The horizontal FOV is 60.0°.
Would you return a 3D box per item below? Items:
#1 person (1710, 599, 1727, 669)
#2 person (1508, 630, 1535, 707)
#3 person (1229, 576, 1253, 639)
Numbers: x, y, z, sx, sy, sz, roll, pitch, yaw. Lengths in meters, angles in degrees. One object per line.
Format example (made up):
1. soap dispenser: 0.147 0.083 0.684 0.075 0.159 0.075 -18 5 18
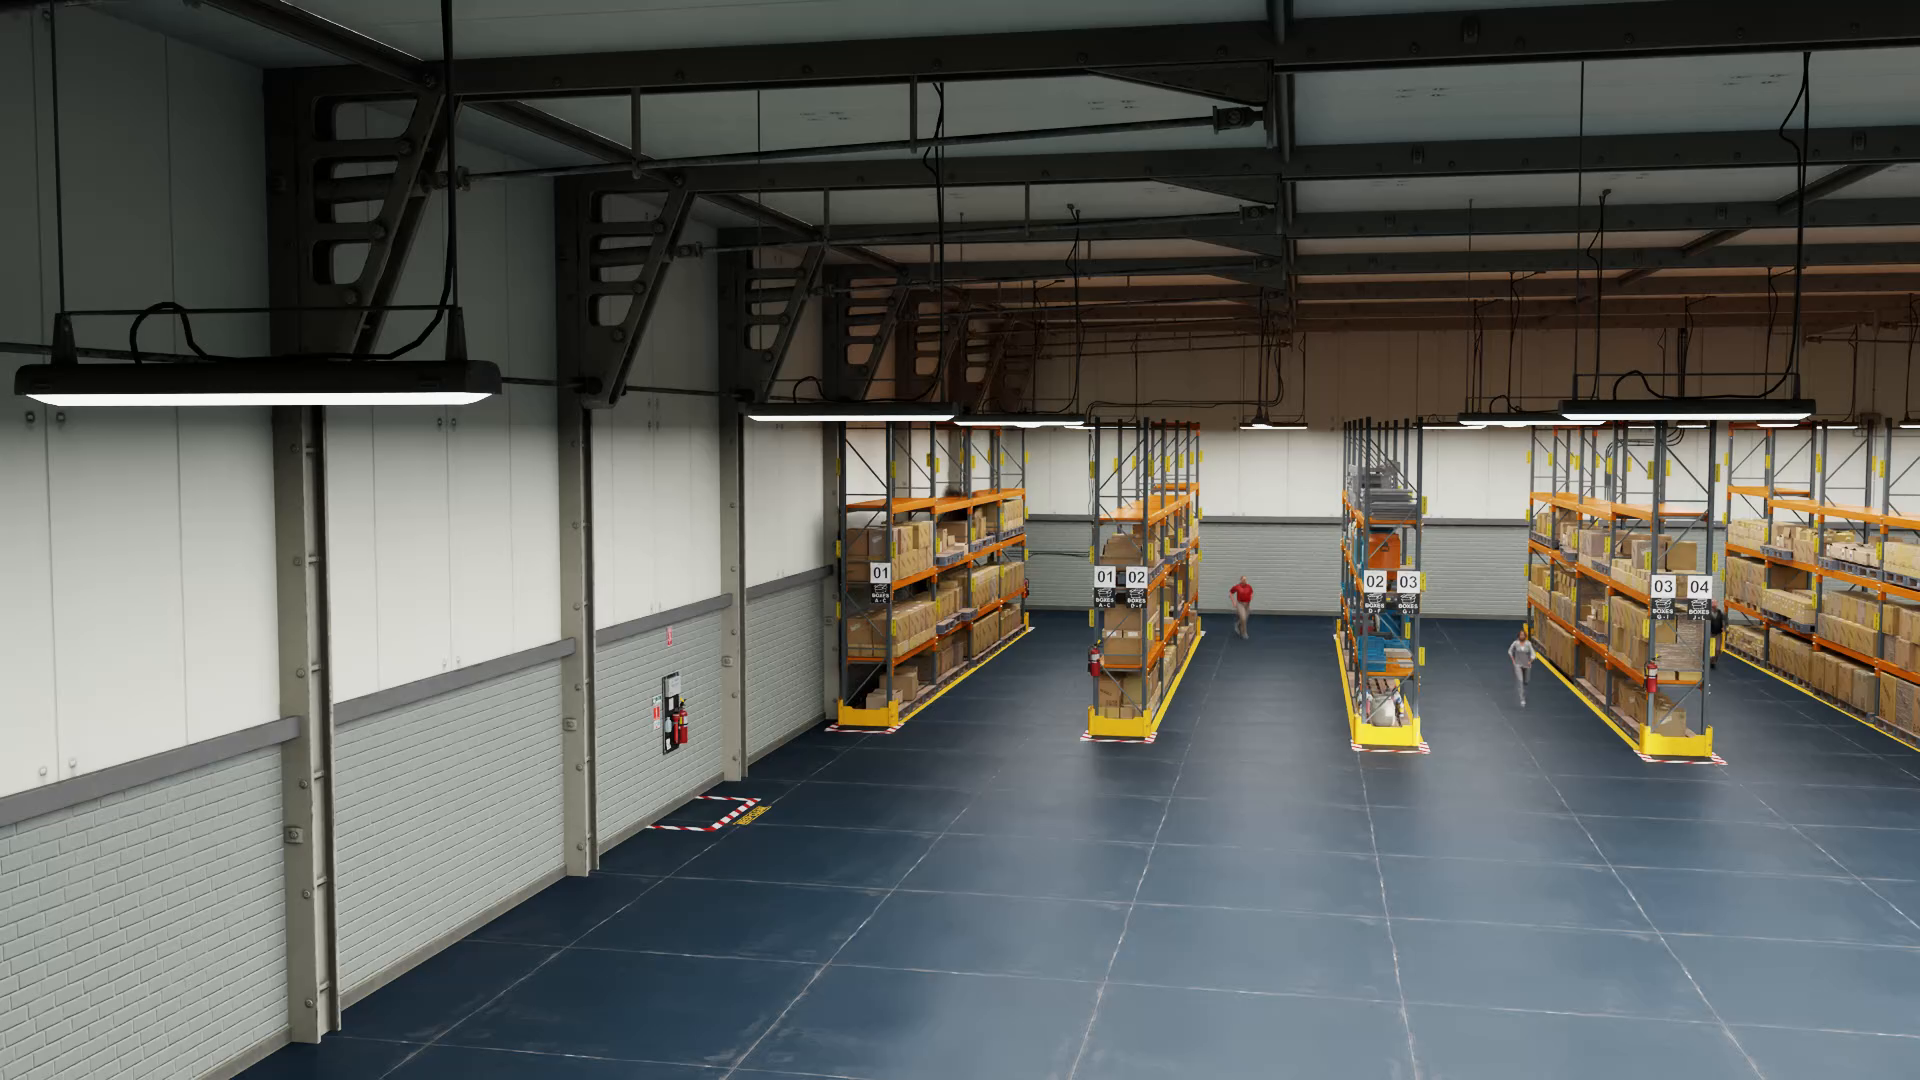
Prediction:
1. person: 18.300 2.274 40.419 0.666 1.685 0.622 1 4 10
2. person: 11.873 2.683 35.140 0.520 1.579 0.926 0 4 6
3. person: 7.899 1.871 46.477 0.696 1.745 0.871 -1 4 -21
